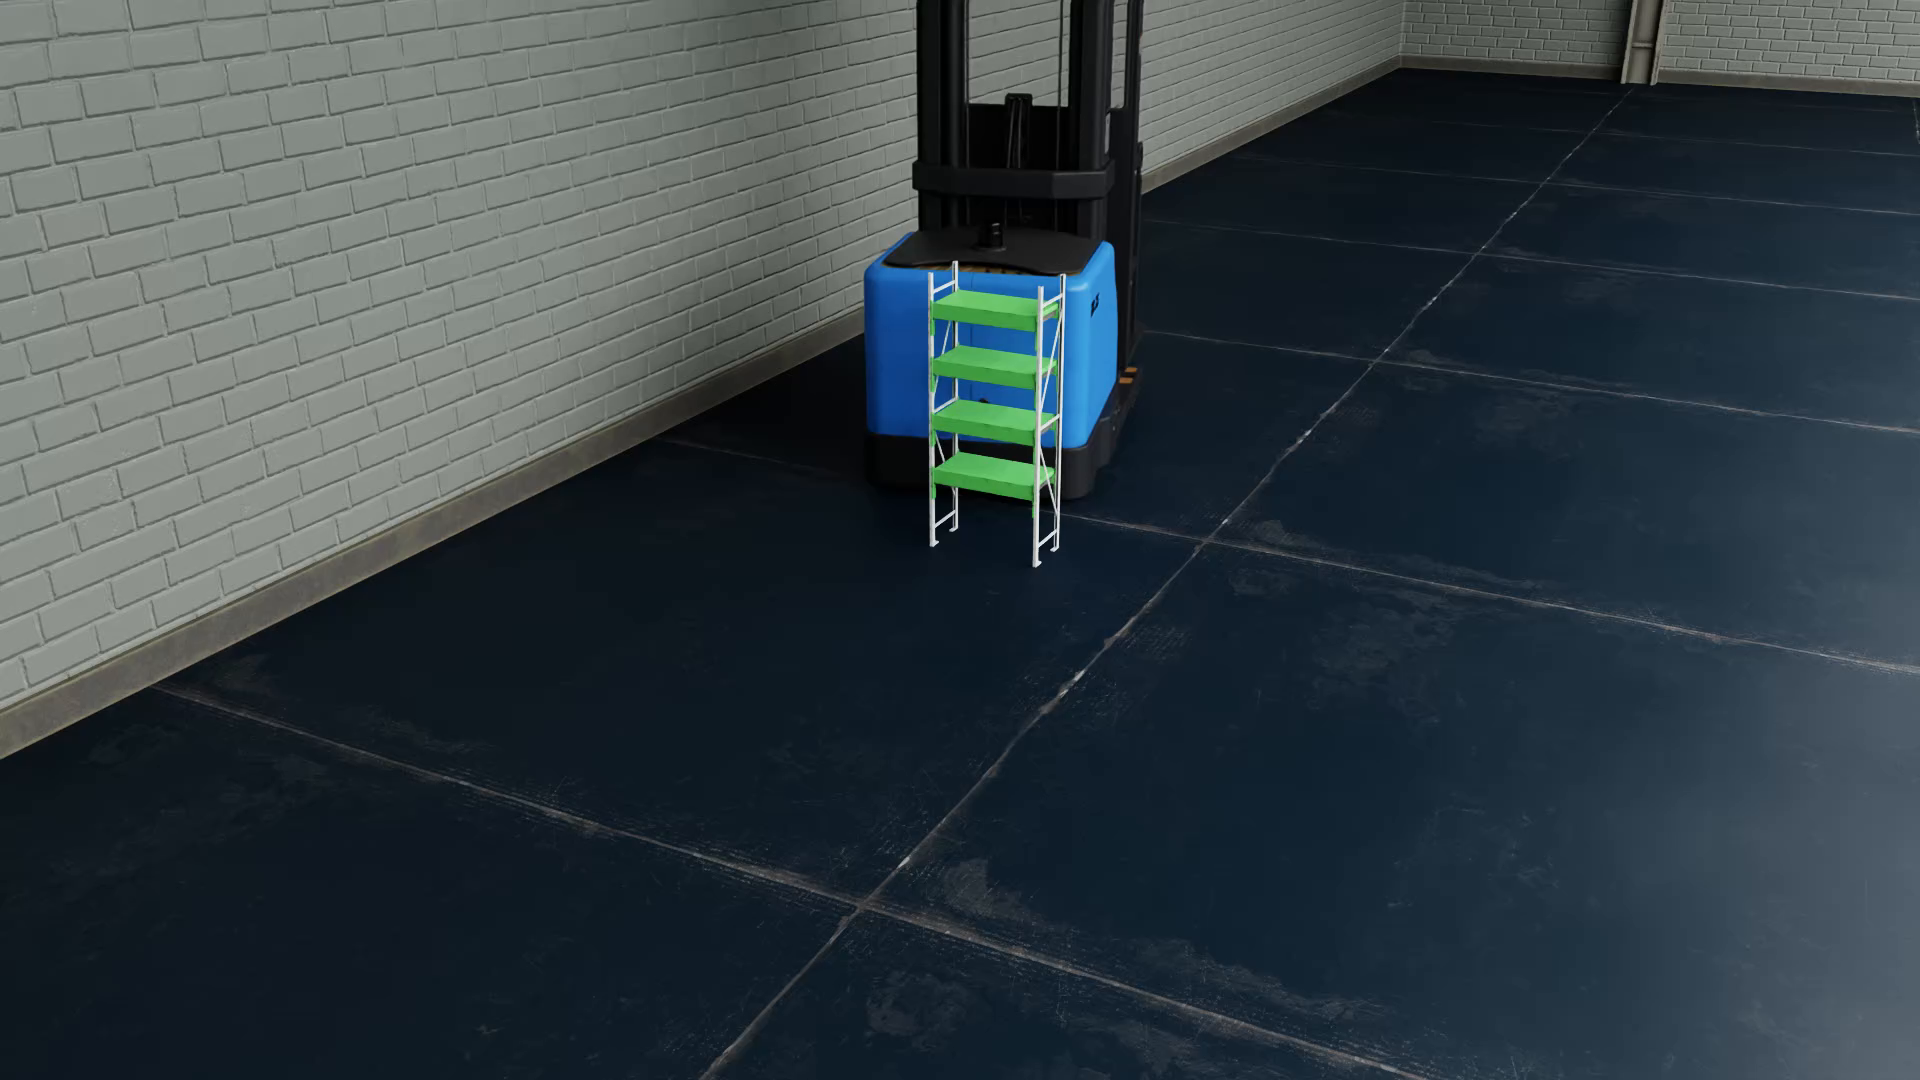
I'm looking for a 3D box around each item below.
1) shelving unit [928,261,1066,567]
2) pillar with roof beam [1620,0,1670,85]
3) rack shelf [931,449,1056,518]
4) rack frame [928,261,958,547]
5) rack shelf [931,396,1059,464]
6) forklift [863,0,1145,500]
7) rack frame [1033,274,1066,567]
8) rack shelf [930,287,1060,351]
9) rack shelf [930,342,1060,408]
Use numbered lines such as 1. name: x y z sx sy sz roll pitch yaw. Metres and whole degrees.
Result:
1. shelving unit: 0.148 -0.523 6.946 0.503 1.200 0.258 11 25 25
2. pillar with roof beam: 6.436 -8.286 15.235 0.400 9.000 9.100 11 25 25
3. rack shelf: 0.148 -0.243 7.065 0.480 0.148 0.258 11 25 25
4. rack frame: -0.070 -0.566 7.048 0.015 1.200 0.240 11 25 25
5. rack shelf: 0.148 -0.464 6.971 0.480 0.148 0.258 11 25 25
6. forklift: 0.385 -2.079 8.394 1.130 2.935 3.031 5 24 12
7. rack frame: 0.365 -0.480 6.845 0.015 1.200 0.240 11 25 25
8. rack shelf: 0.148 -0.906 6.784 0.480 0.148 0.258 11 25 25
9. rack shelf: 0.148 -0.685 6.878 0.480 0.148 0.258 11 25 25
